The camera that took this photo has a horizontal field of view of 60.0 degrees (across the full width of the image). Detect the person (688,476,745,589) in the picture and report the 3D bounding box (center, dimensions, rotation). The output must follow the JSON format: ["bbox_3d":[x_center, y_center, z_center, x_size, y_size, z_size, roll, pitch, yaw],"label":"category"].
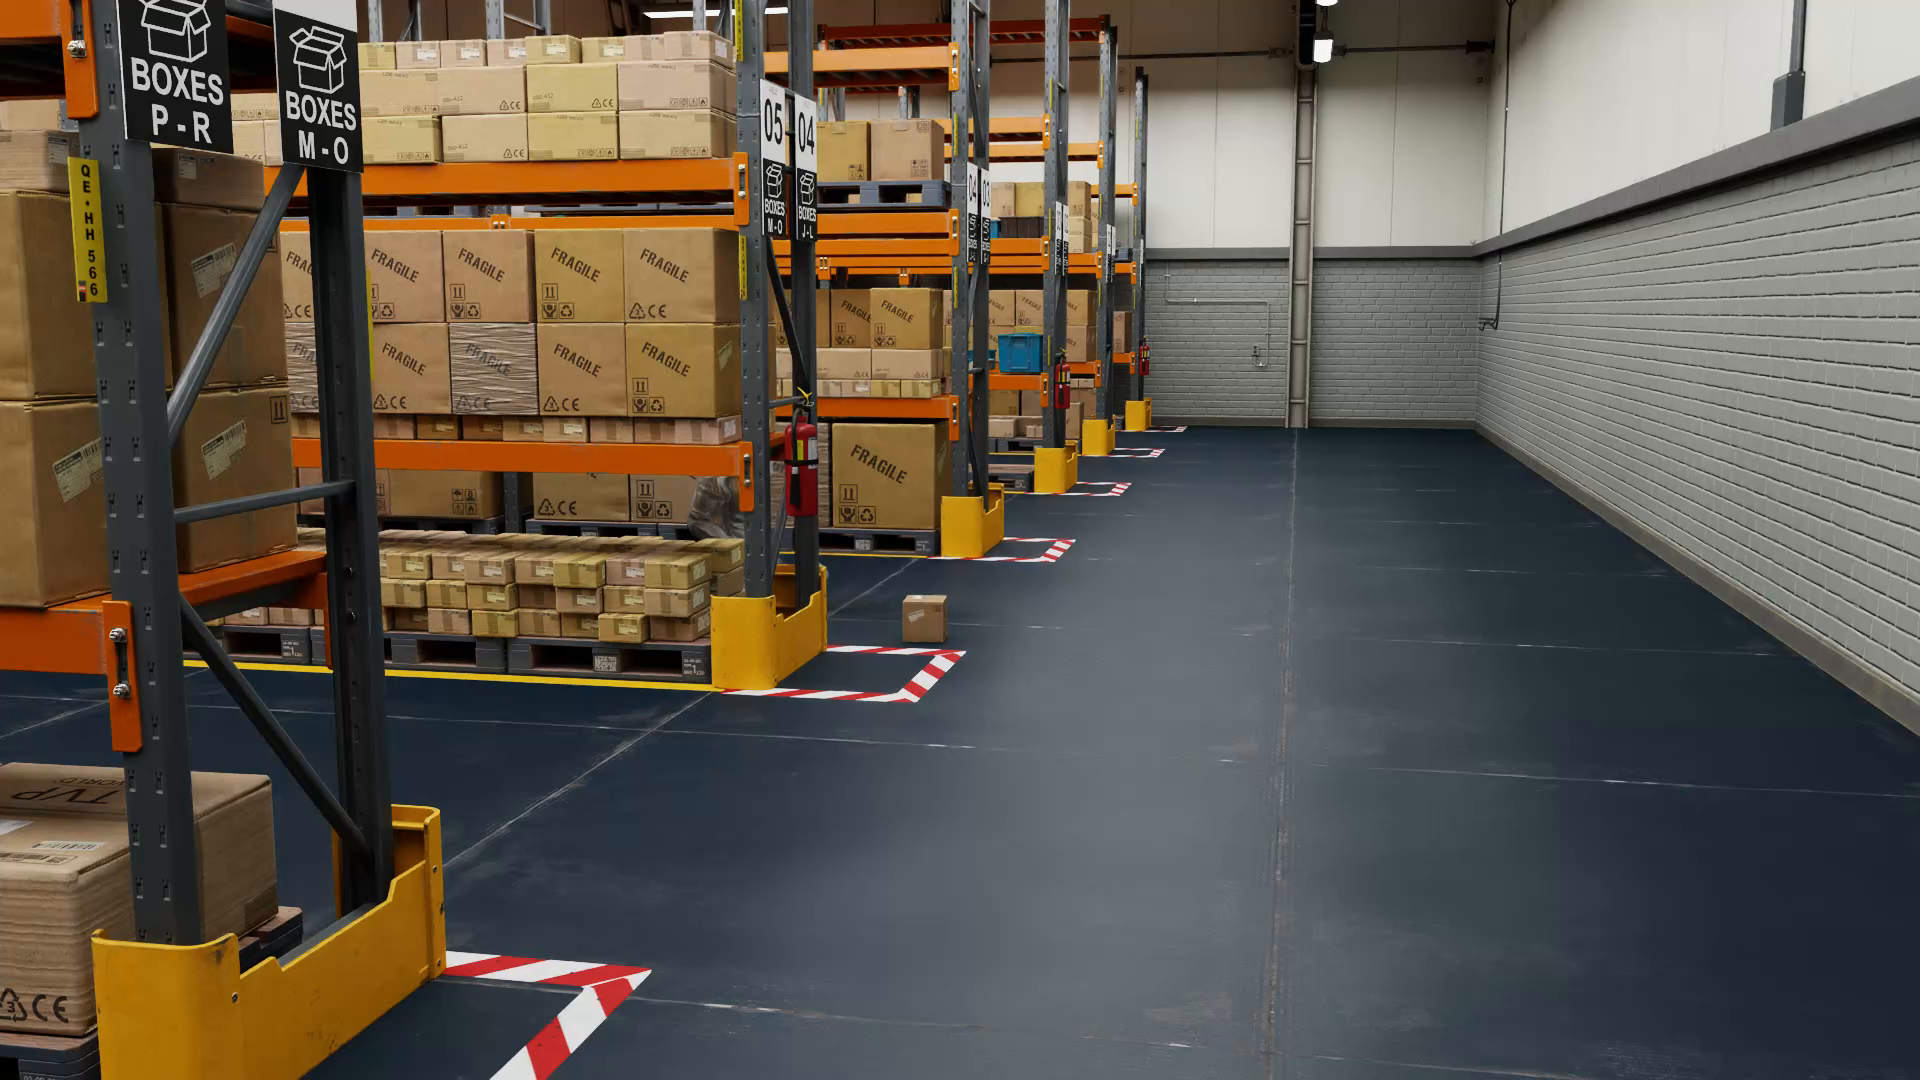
[{"bbox_3d":[-1.596,-0.473,11.504,0.480,1.784,0.572,3,8,21],"label":"person"}]
